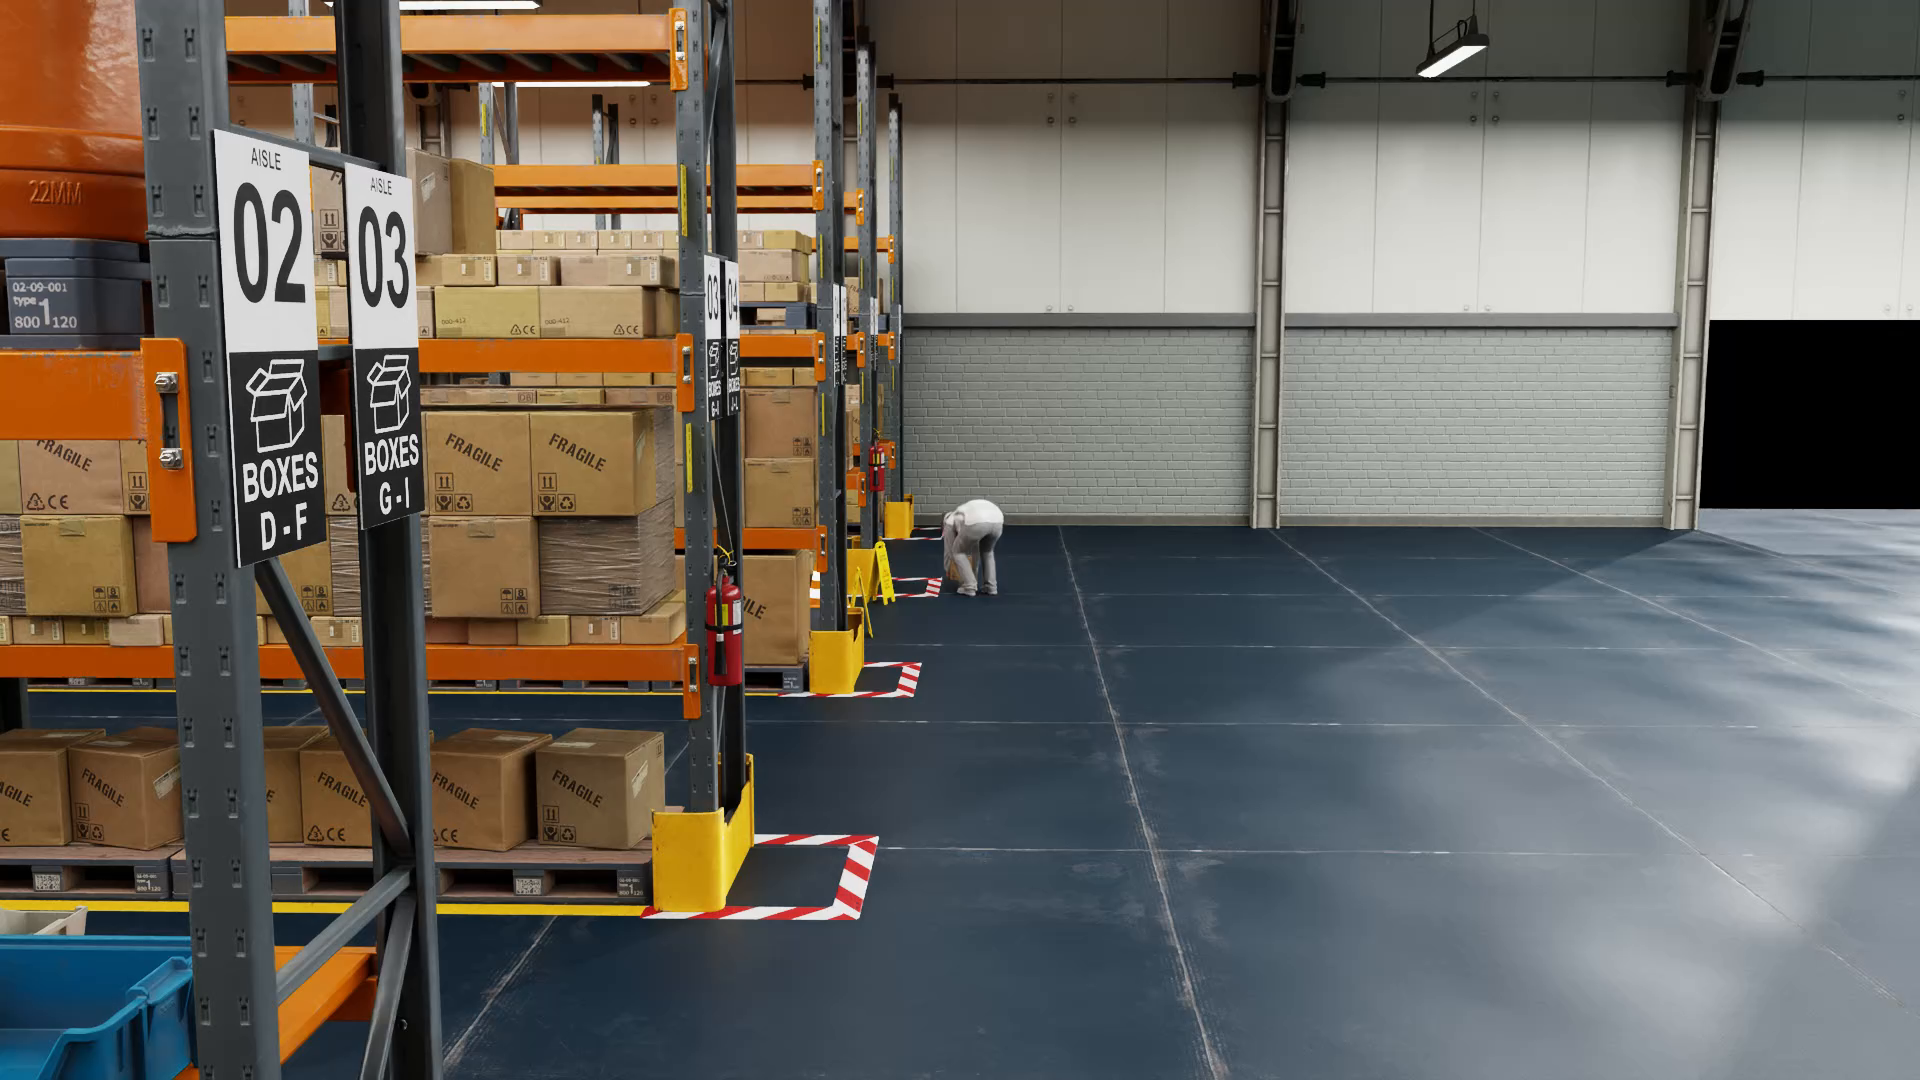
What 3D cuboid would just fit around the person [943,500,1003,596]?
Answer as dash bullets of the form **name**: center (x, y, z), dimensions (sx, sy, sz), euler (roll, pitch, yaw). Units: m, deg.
- **person**: center (0.092, 0.054, 18.212), dimensions (0.499, 1.029, 1.002), euler (-4, 8, -29)
